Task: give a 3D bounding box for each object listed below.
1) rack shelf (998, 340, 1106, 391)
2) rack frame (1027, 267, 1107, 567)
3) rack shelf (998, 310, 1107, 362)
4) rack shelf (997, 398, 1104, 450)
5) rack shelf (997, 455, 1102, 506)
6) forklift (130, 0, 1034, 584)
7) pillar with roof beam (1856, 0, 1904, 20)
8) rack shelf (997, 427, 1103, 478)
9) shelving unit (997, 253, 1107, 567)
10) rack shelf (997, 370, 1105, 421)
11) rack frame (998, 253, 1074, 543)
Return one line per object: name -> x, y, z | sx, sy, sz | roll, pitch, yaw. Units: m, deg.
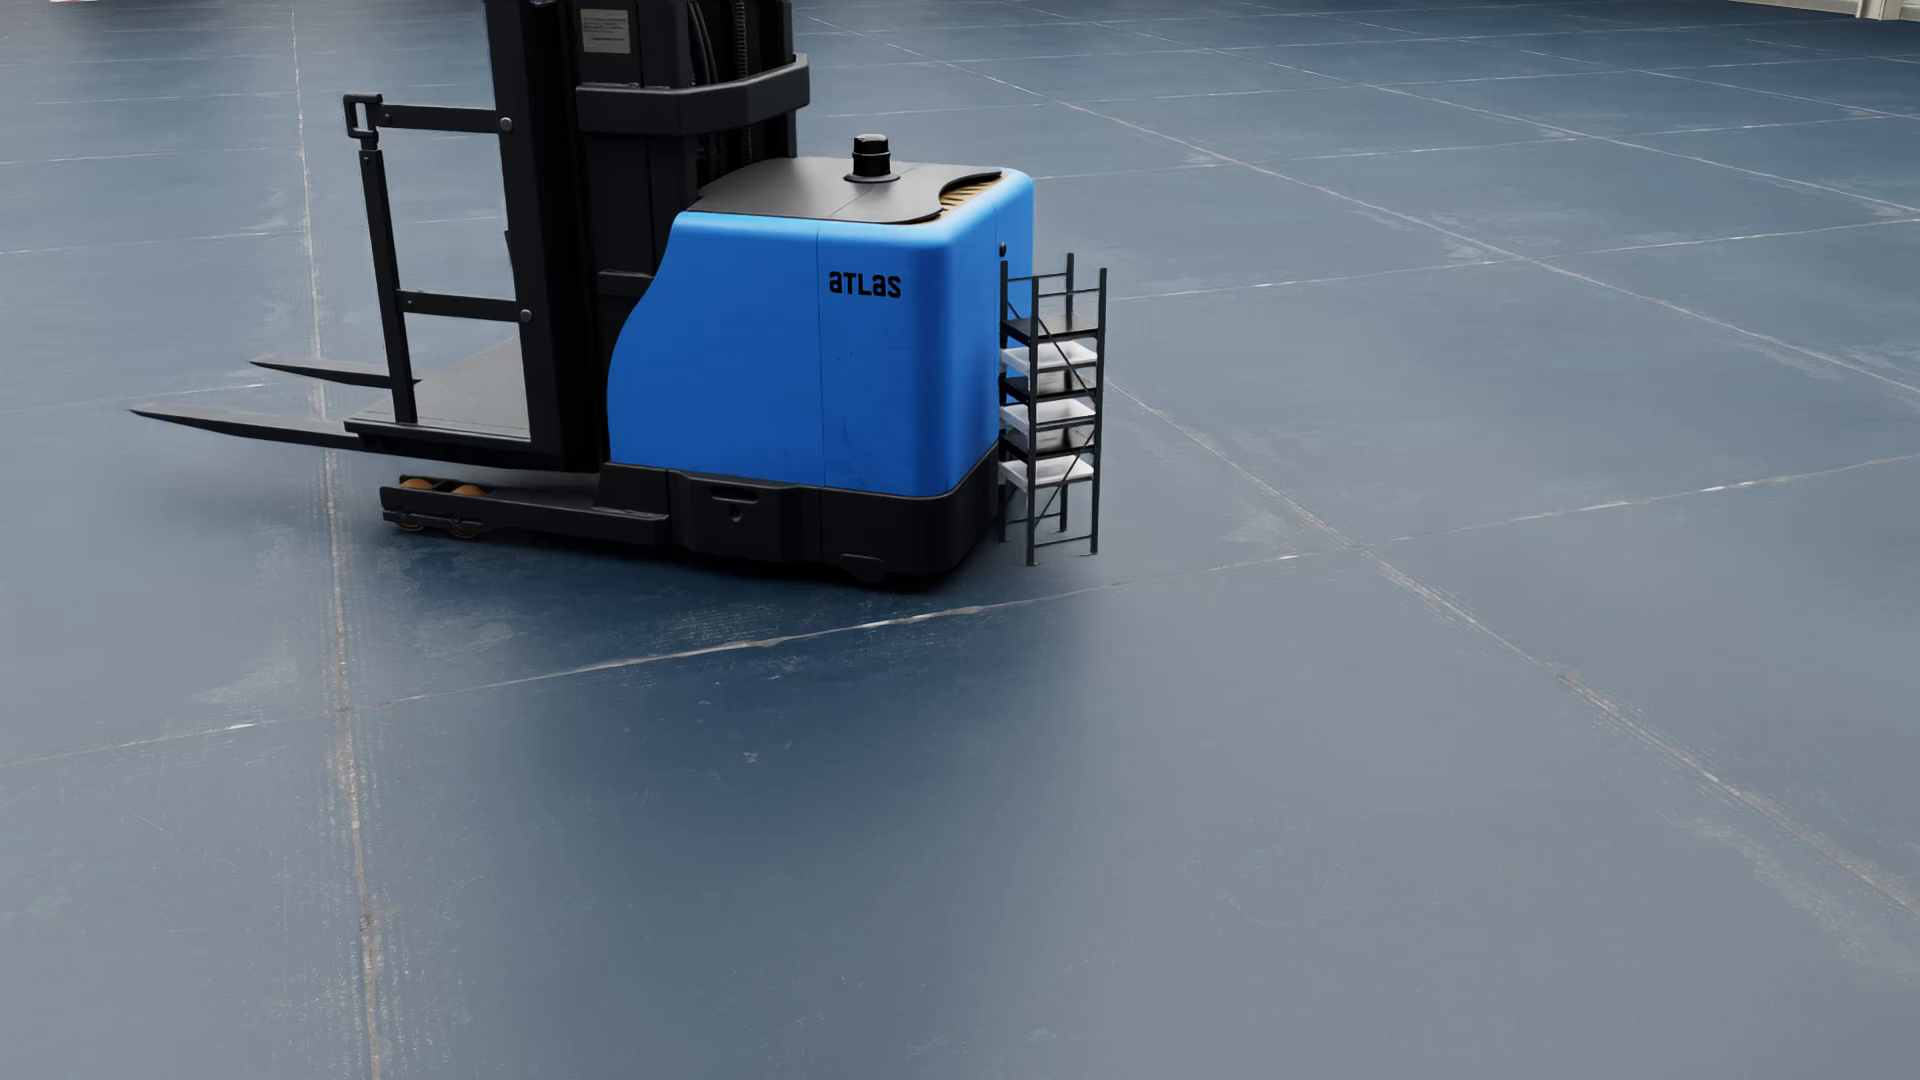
rack shelf -> 0.272, -0.523, 4.955 | 0.258, 0.077, 0.200 | -10, 25, -22
rack frame -> 0.314, -0.352, 4.927 | 0.240, 0.900, 0.006 | -10, 25, -22
rack shelf -> 0.272, -0.606, 4.920 | 0.258, 0.077, 0.200 | -10, 25, -22
rack shelf -> 0.272, -0.357, 5.025 | 0.258, 0.077, 0.200 | -10, 25, -22
rack shelf -> 0.272, -0.191, 5.095 | 0.258, 0.077, 0.200 | -10, 25, -22
forklift -> -1.327, -1.541, 5.132 | 3.031, 2.935, 1.130 | 7, 24, 16
pillar with roof beam -> 7.308, -9.999, 17.388 | 9.100, 9.000, 0.400 | -8, 24, -19
rack shelf -> 0.272, -0.274, 5.060 | 0.258, 0.077, 0.200 | -10, 25, -22
shelving unit -> 0.272, -0.388, 5.012 | 0.258, 0.900, 0.210 | -10, 25, -22
rack shelf -> 0.272, -0.440, 4.990 | 0.258, 0.077, 0.200 | -10, 25, -22
rack frame -> 0.230, -0.424, 5.097 | 0.240, 0.900, 0.006 | -10, 25, -22
